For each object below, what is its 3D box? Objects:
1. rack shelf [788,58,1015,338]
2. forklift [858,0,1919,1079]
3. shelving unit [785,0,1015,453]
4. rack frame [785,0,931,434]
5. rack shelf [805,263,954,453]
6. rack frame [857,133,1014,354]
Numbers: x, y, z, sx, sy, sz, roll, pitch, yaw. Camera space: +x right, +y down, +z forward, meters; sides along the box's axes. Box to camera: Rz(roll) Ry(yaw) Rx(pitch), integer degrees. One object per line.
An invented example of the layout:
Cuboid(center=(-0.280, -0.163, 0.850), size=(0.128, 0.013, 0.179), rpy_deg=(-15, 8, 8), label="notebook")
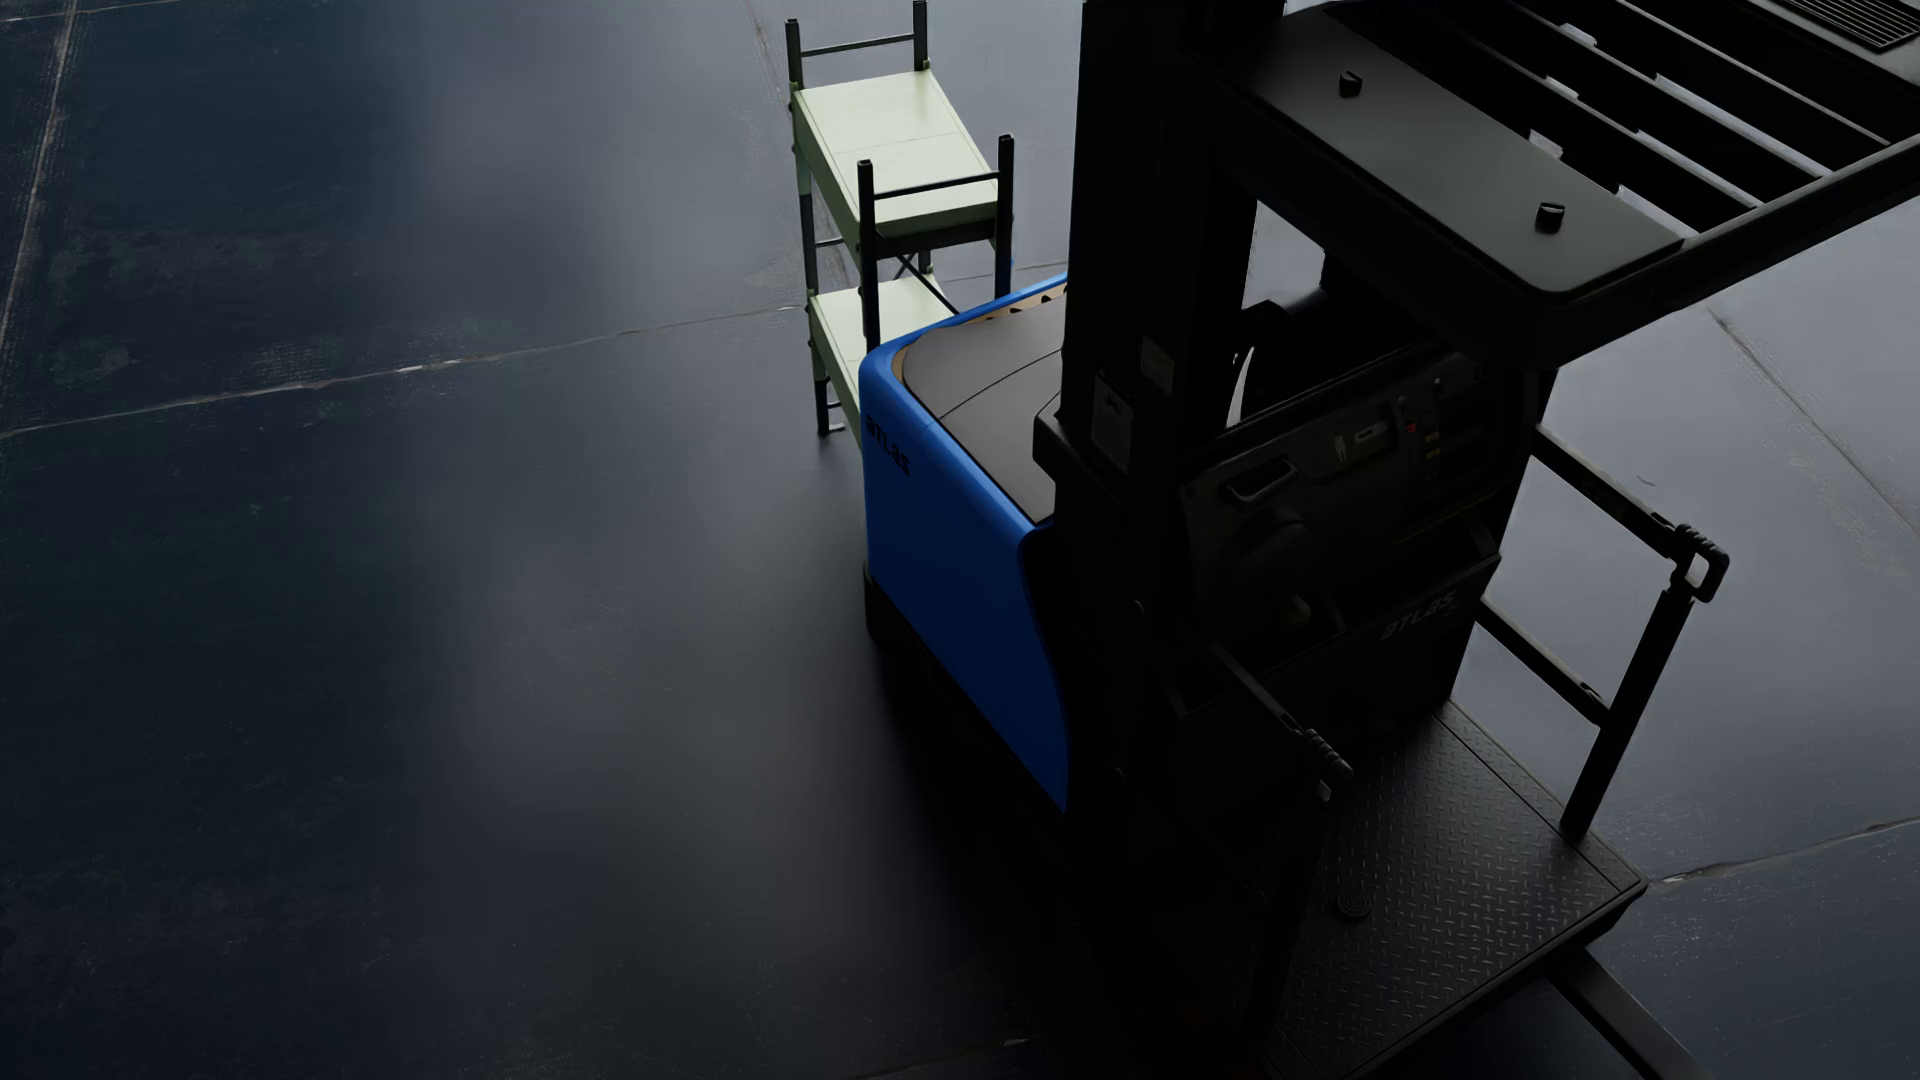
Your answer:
Cuboid(center=(-0.172, -0.958, 4.592), size=(0.431, 0.370, 0.720), rpy_deg=(-13, 47, -13), label="rack shelf")
Cuboid(center=(0.935, -0.043, 3.240), size=(1.130, 2.935, 3.031), rpy_deg=(-24, 50, -22), label="forklift")
Cuboid(center=(-0.172, -0.685, 4.871), size=(0.431, 1.500, 0.755), rpy_deg=(-13, 47, -13), label="shelving unit")
Cuboid(center=(-0.286, -0.933, 5.115), size=(0.400, 1.500, 0.023), rpy_deg=(-13, 47, -13), label="rack frame")
Cuboid(center=(-0.172, -0.457, 5.104), size=(0.431, 0.370, 0.720), rpy_deg=(-13, 47, -13), label="rack shelf")
Cuboid(center=(-0.058, -0.437, 4.628), size=(0.400, 1.500, 0.023), rpy_deg=(-13, 47, -13), label="rack frame")
